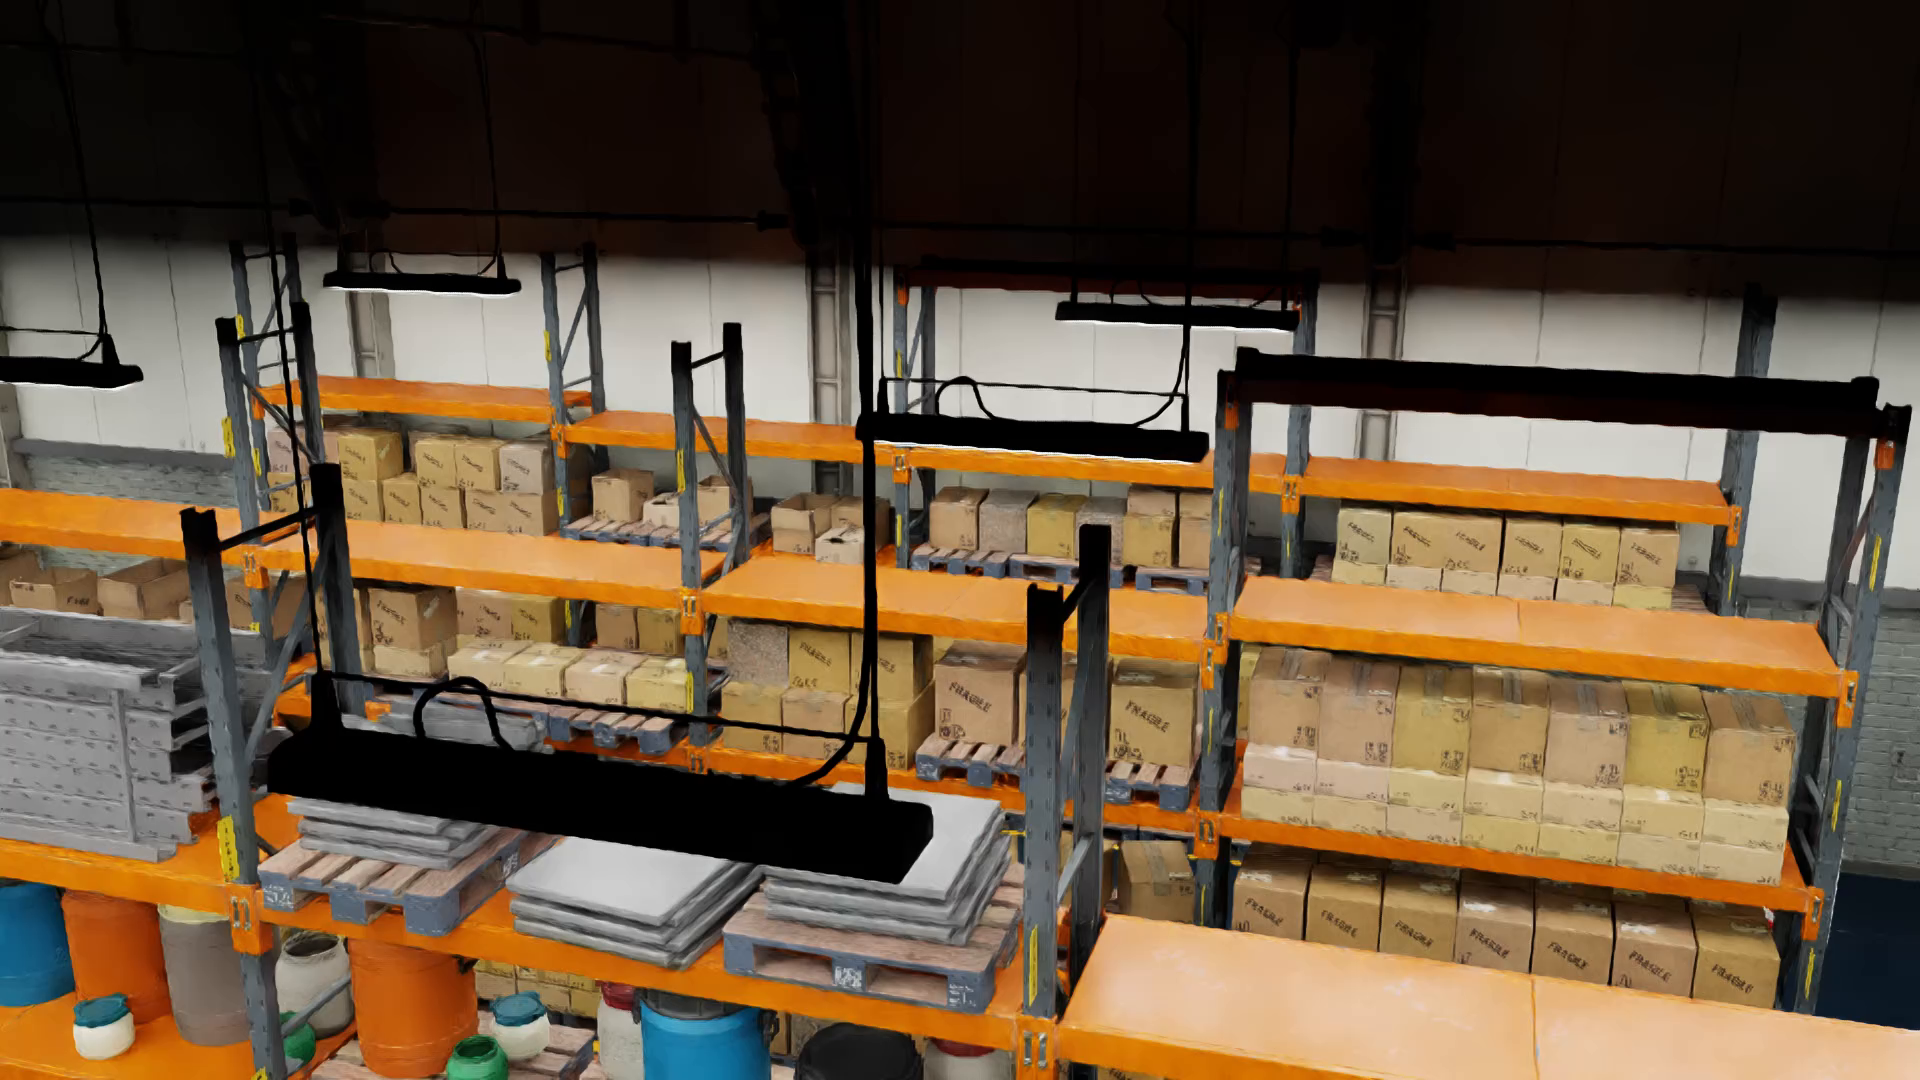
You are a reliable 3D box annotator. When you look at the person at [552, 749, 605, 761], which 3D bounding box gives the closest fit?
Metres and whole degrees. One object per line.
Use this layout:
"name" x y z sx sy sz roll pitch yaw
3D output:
"person" -3.987 2.391 17.300 0.584 1.727 0.451 -3 16 -11
